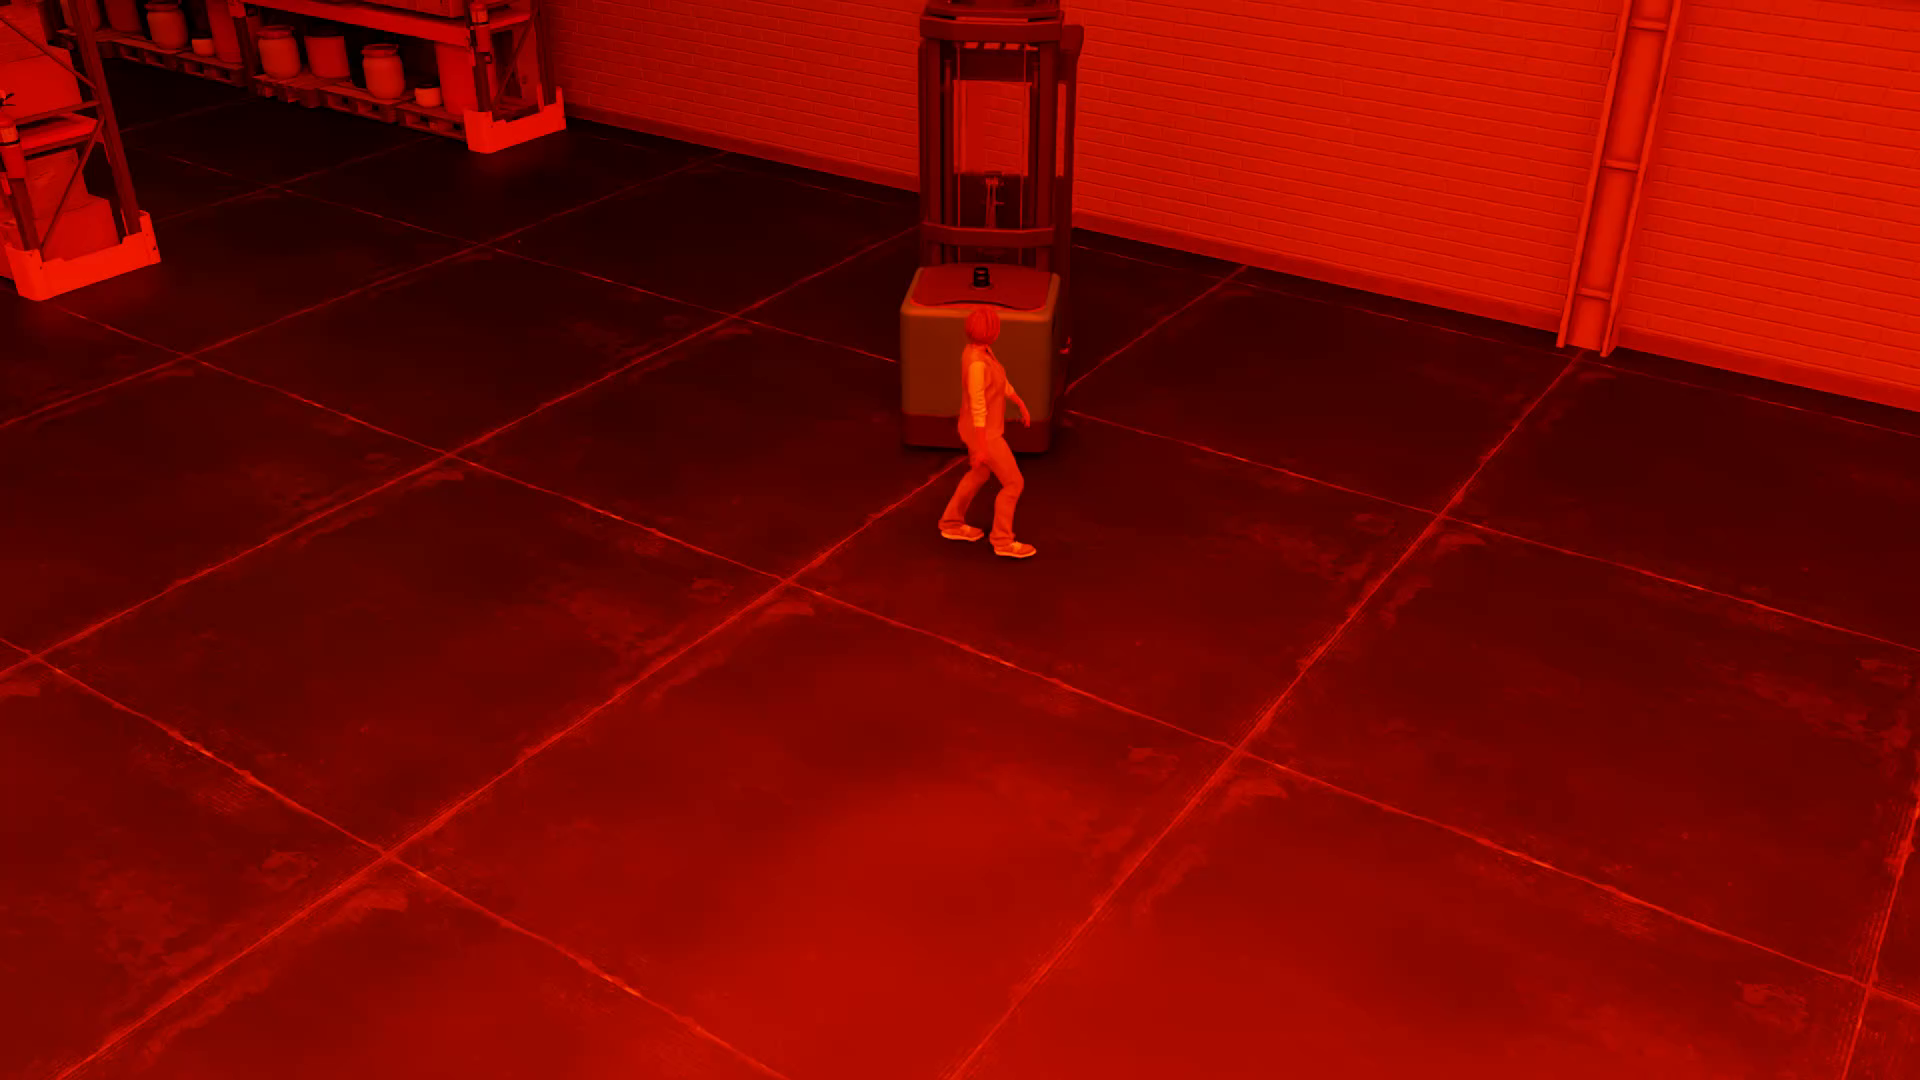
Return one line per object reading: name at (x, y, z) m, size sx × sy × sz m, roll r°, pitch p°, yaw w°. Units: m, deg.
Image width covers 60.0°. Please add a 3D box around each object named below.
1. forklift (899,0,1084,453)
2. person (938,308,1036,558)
forklift at (0.287, -2.583, 12.029) m, size 1.130 × 2.935 × 3.031 m, roll 4°, pitch 30°, yaw 6°
person at (0.160, -0.652, 10.087) m, size 0.586 × 1.553 × 0.528 m, roll -3°, pitch 30°, yaw -5°
